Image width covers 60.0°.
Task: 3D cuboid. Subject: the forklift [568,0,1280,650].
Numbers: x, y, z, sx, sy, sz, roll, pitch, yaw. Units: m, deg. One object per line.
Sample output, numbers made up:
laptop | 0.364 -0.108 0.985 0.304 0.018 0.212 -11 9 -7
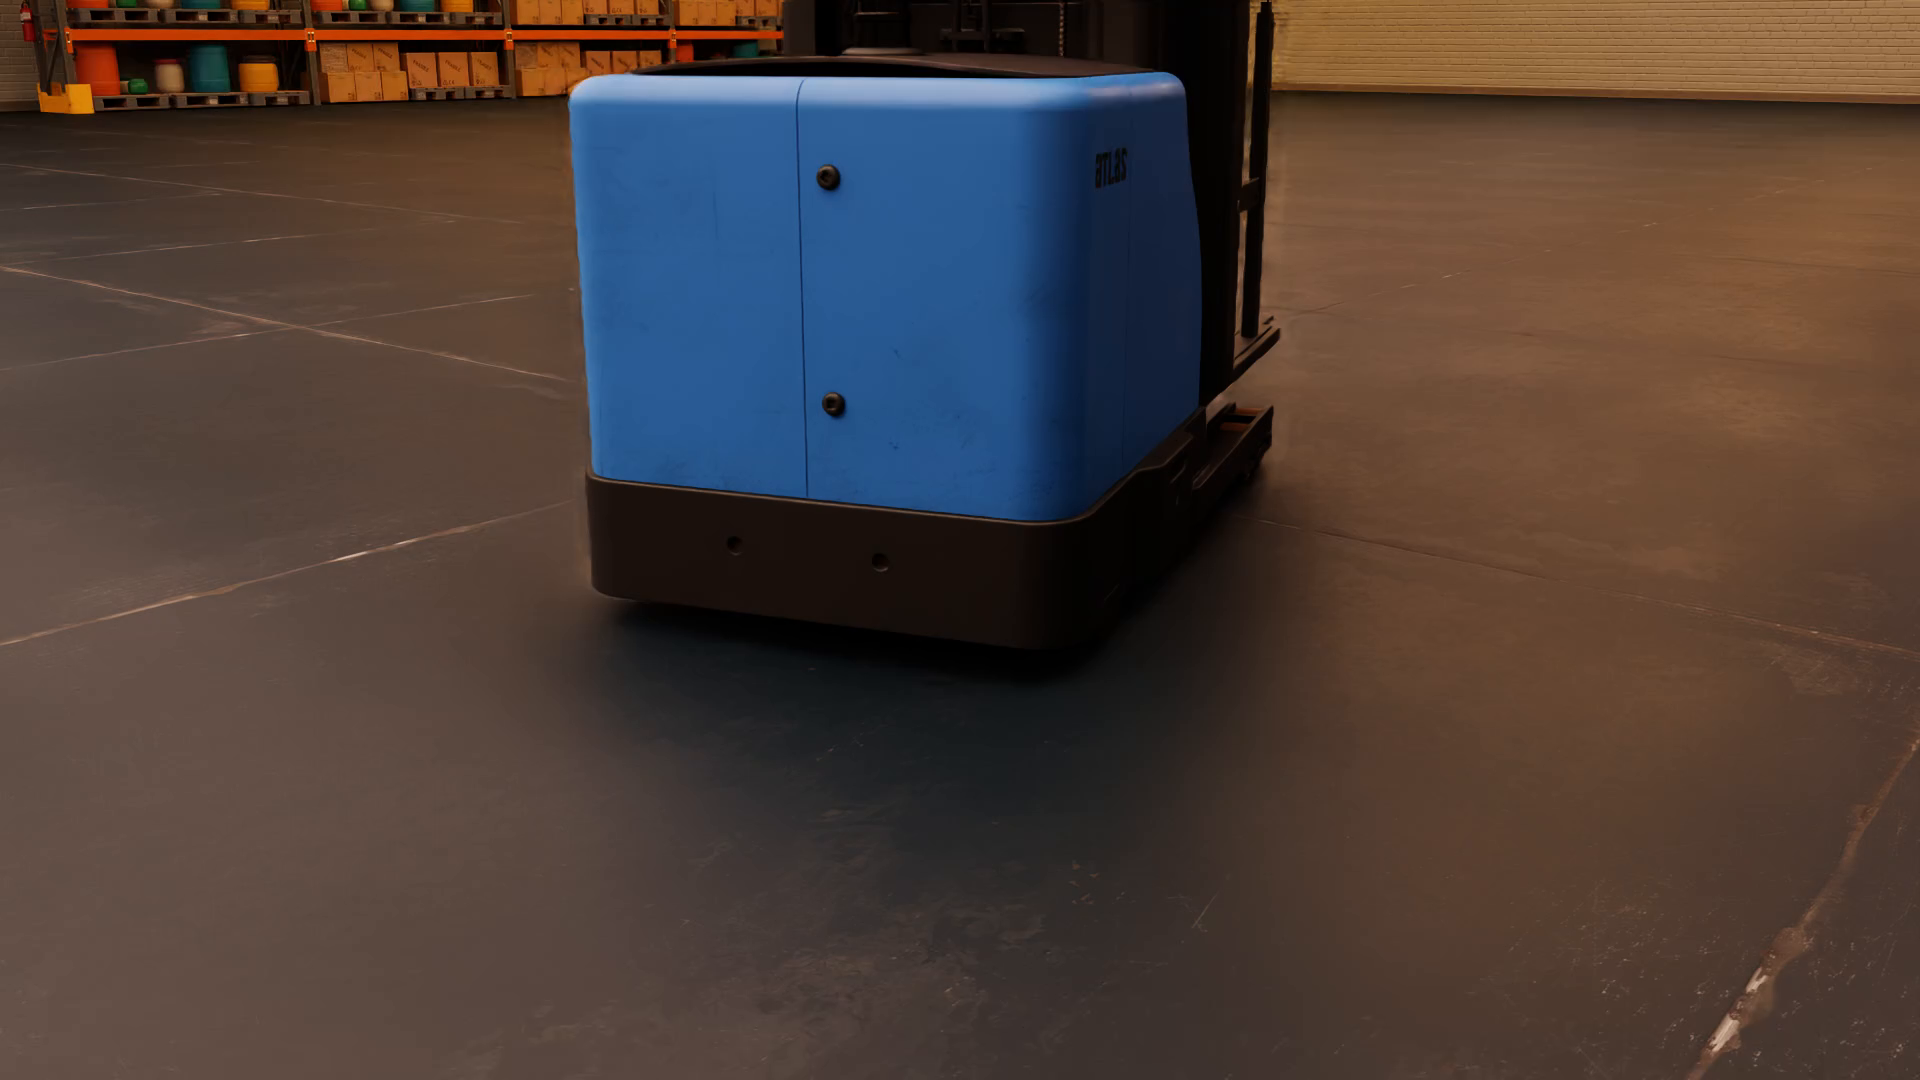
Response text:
forklift | 0.234 -1.589 4.131 1.130 2.935 3.031 6 18 19
